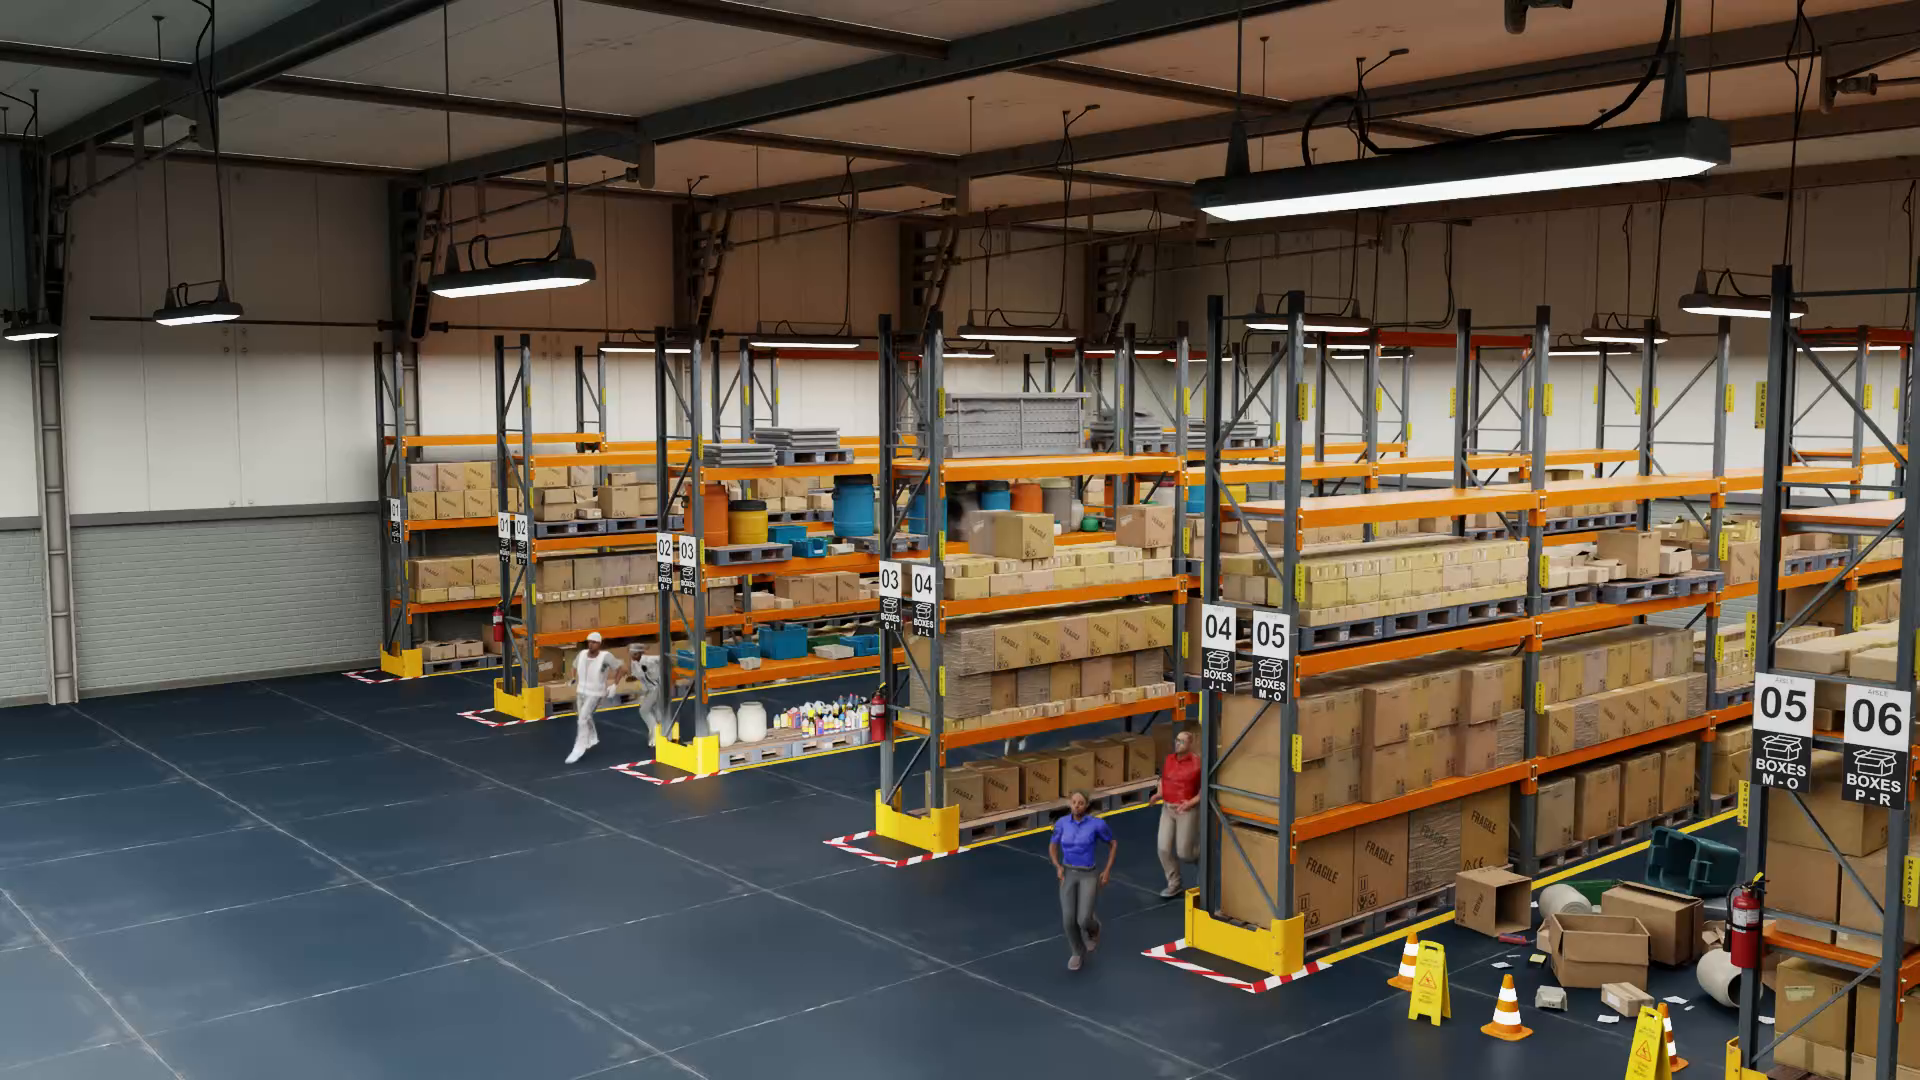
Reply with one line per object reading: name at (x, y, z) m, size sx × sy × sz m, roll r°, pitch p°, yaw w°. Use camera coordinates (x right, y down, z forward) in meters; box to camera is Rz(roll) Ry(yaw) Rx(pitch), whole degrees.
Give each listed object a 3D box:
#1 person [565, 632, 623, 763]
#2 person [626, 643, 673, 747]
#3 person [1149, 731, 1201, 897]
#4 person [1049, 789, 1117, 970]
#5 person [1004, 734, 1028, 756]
person at (-5.153, 2.177, 23.241) m, size 0.746 × 1.796 × 0.826 m, roll 3°, pitch 6°, yaw 26°
person at (-4.419, 2.220, 24.020) m, size 0.604 × 1.545 × 0.941 m, roll 4°, pitch 7°, yaw 37°
person at (2.276, 2.784, 17.003) m, size 0.664 × 1.667 × 0.633 m, roll 5°, pitch 7°, yaw 42°
person at (1.082, 3.020, 14.841) m, size 0.604 × 1.615 × 0.584 m, roll 1°, pitch 5°, yaw 16°
person at (0.776, 2.280, 22.863) m, size 0.565 × 1.632 × 0.731 m, roll 4°, pitch 6°, yaw 34°
